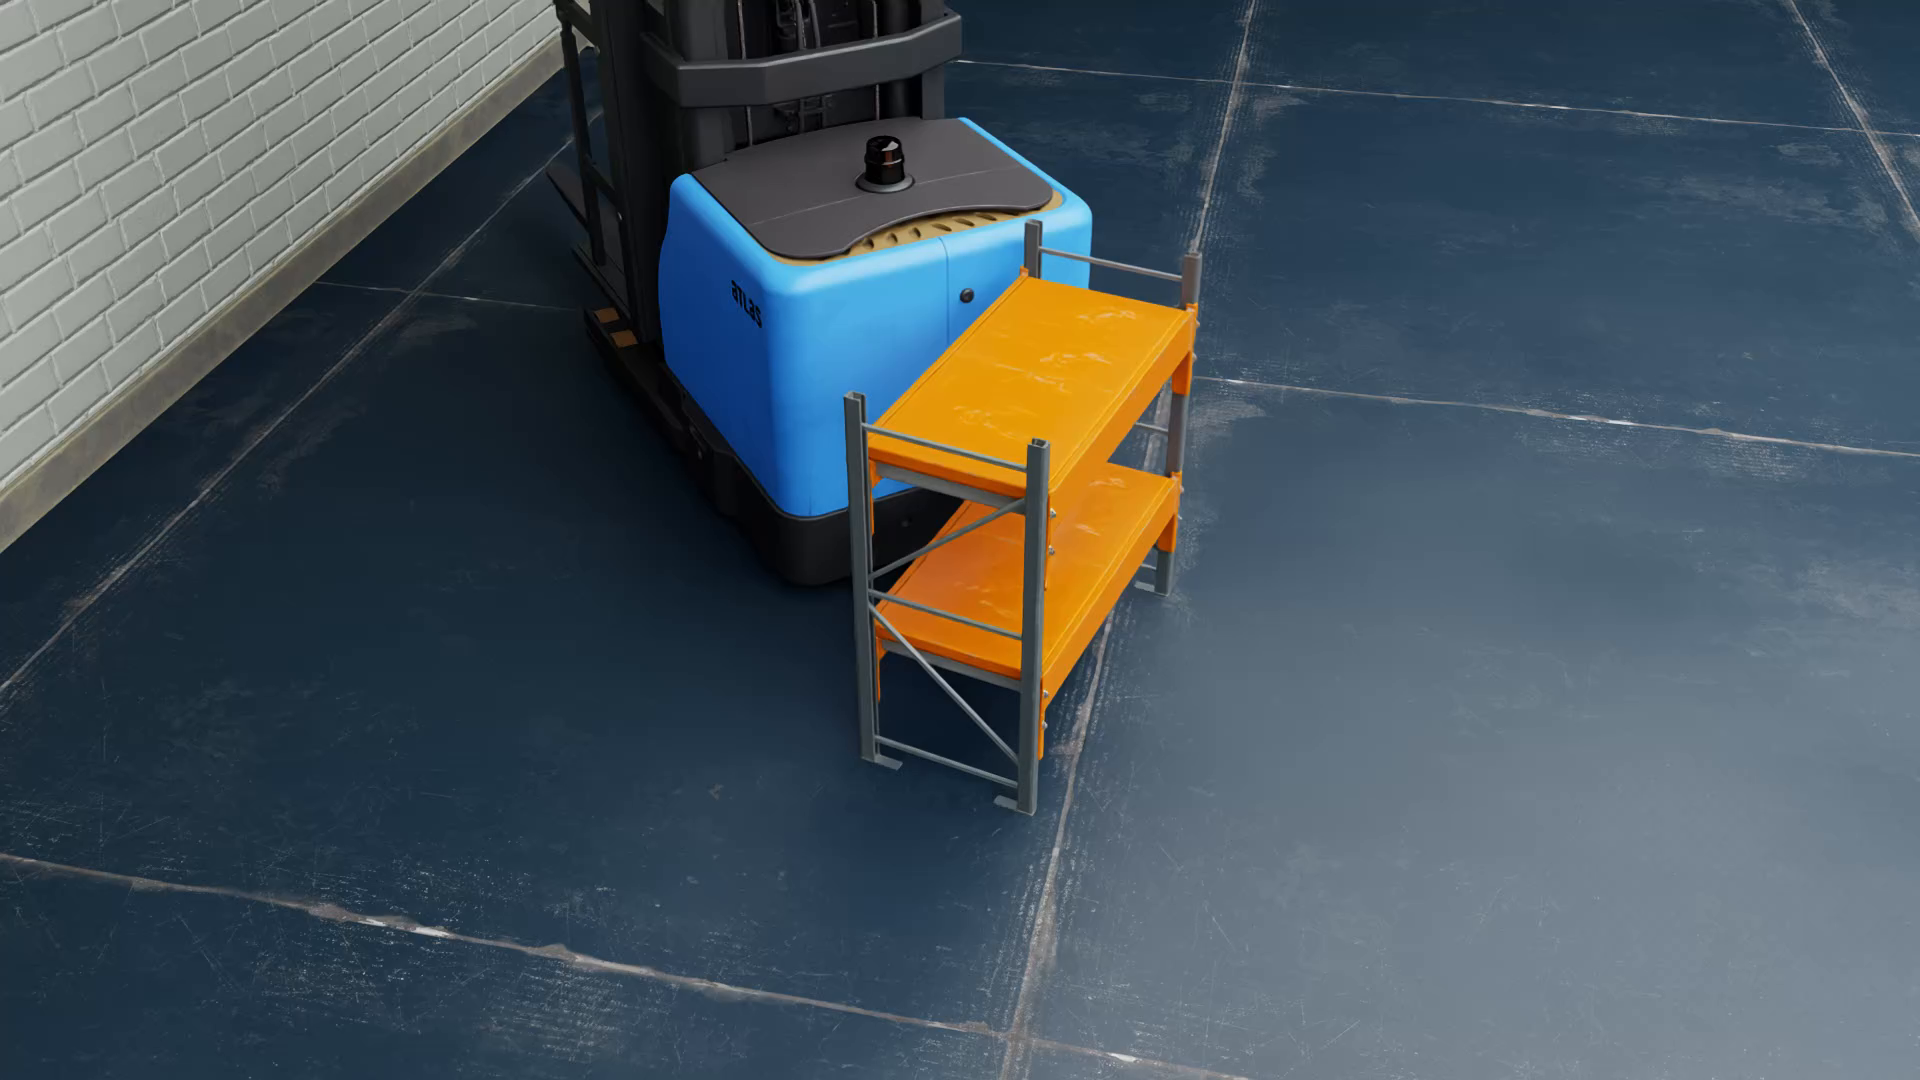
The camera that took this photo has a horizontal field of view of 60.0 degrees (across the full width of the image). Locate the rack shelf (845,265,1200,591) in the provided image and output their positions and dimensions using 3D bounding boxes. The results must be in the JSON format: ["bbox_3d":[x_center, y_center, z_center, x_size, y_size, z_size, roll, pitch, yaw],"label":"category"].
[{"bbox_3d":[0.187,-0.321,4.236,0.538,0.278,1.000,16,39,21],"label":"rack shelf"}]

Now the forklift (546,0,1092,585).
[{"bbox_3d":[-0.743,-1.899,5.373,1.130,2.935,3.031,-17,39,-22],"label":"forklift"}]

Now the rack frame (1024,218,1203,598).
[{"bbox_3d":[0.407,-0.353,4.779,0.500,1.125,0.032,16,39,21],"label":"rack frame"}]

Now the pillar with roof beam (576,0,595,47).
[{"bbox_3d":[2.366,-5.847,5.650,9.100,9.000,0.400,7,37,10],"label":"pillar with roof beam"}]

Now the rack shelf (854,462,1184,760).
[{"bbox_3d":[0.187,0.114,4.551,0.538,0.278,1.000,16,39,21],"label":"rack shelf"}]

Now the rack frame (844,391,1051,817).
[{"bbox_3d":[-0.034,0.185,4.037,0.500,1.125,0.032,16,39,21],"label":"rack frame"}]

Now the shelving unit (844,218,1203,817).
[{"bbox_3d":[0.187,-0.084,4.408,0.538,1.125,1.048,16,39,21],"label":"shelving unit"}]
